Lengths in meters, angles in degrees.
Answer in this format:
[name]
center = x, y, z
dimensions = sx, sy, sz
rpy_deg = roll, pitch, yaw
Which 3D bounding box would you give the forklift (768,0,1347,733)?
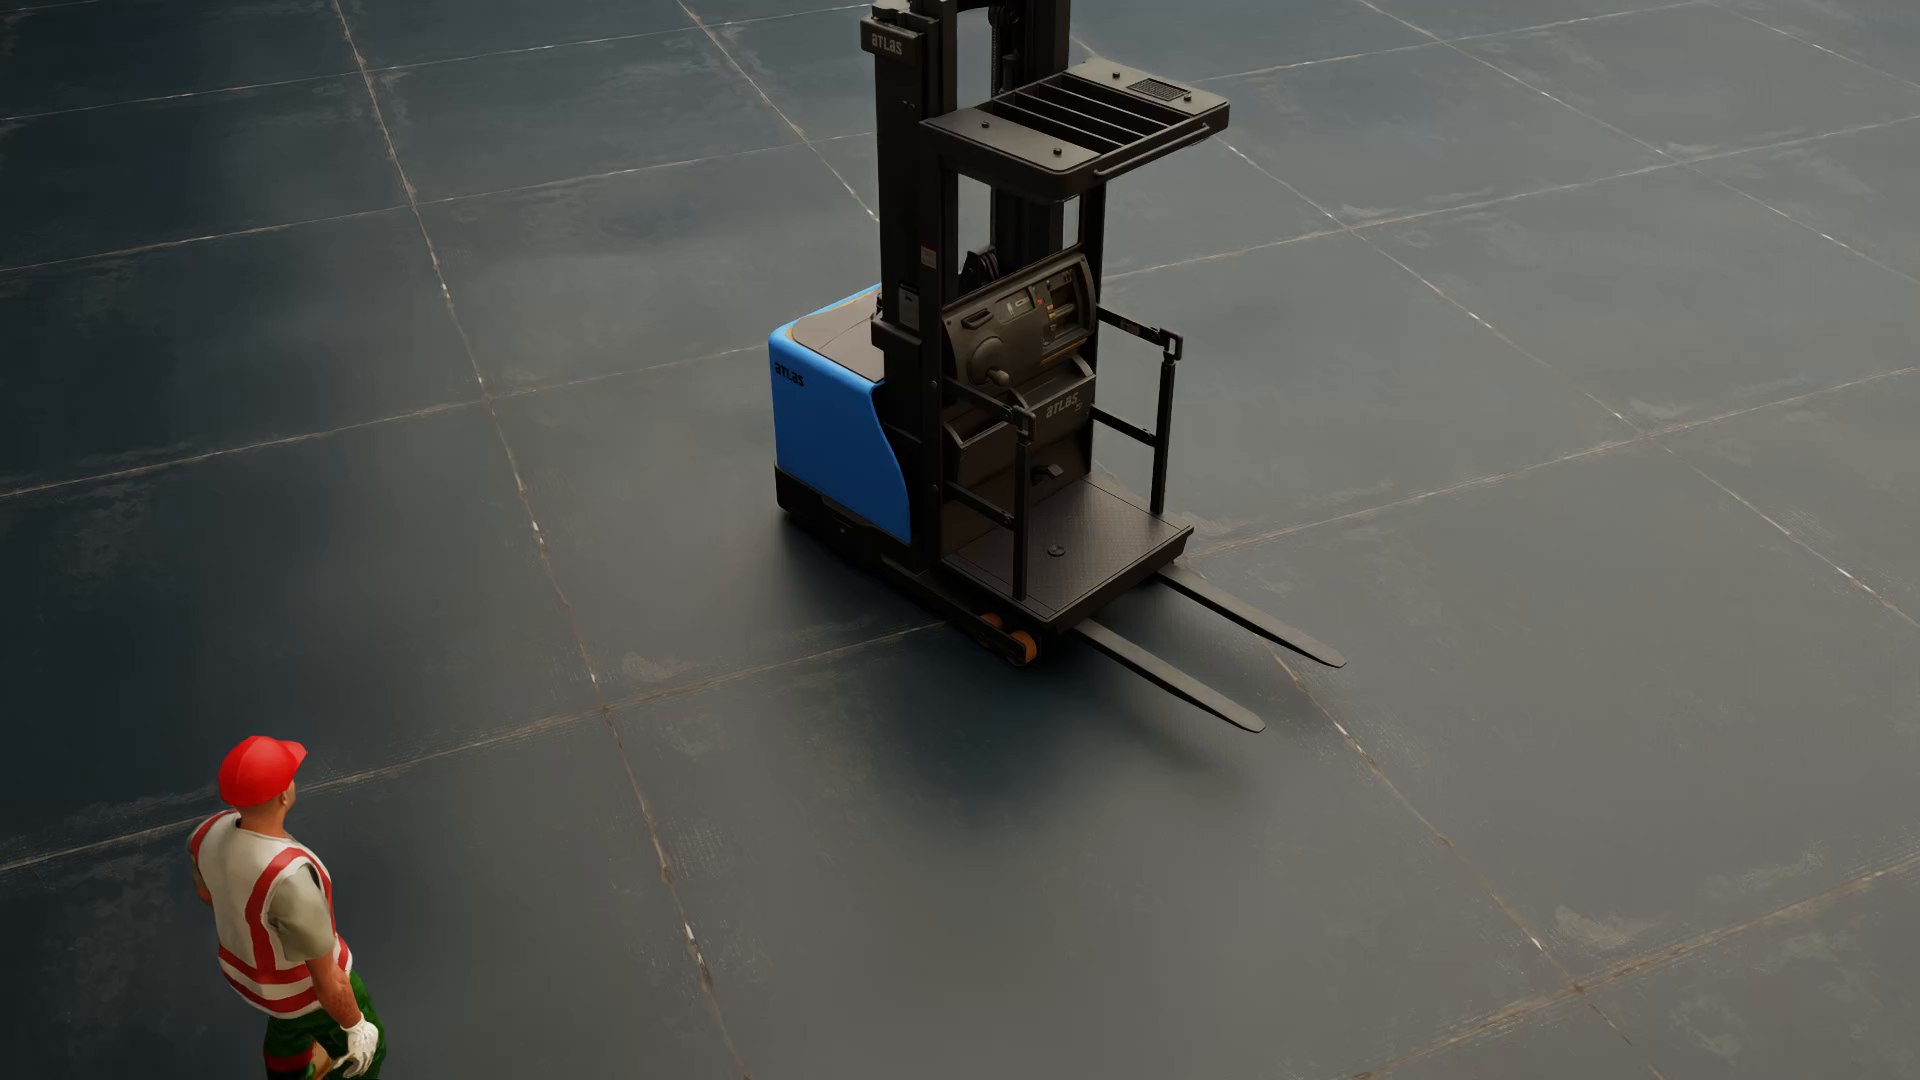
[forklift]
center = 0.432, -0.946, 7.429
dimensions = 3.031, 2.935, 1.130
rpy_deg = 30, 45, 35

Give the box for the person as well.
[person]
center = -2.076, 1.327, 5.248
dimensions = 0.818, 1.755, 0.420
rpy_deg = 21, 41, 27
